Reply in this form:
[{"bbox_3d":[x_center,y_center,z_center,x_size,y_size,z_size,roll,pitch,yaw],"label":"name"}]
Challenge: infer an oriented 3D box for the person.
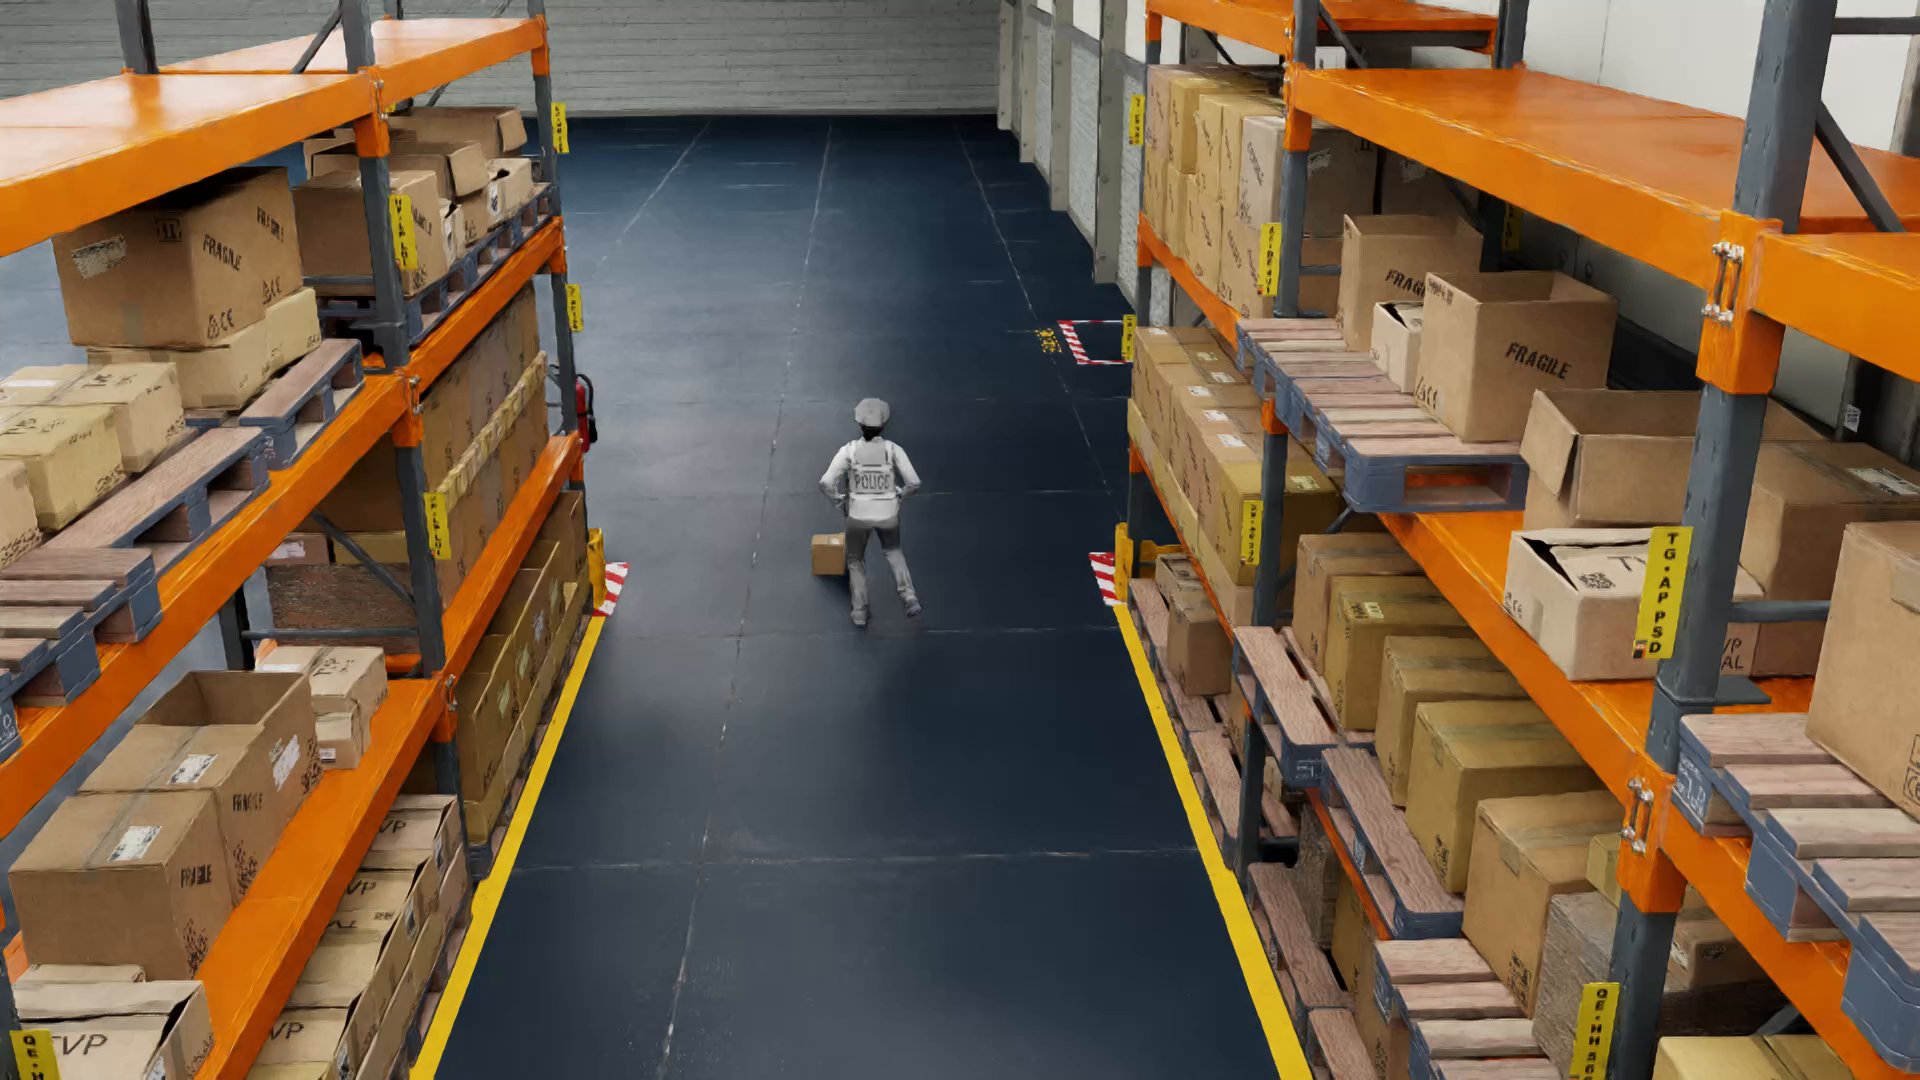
[{"bbox_3d":[-0.633,-0.189,11.590,0.689,1.665,0.454,-4,21,-10],"label":"person"}]
